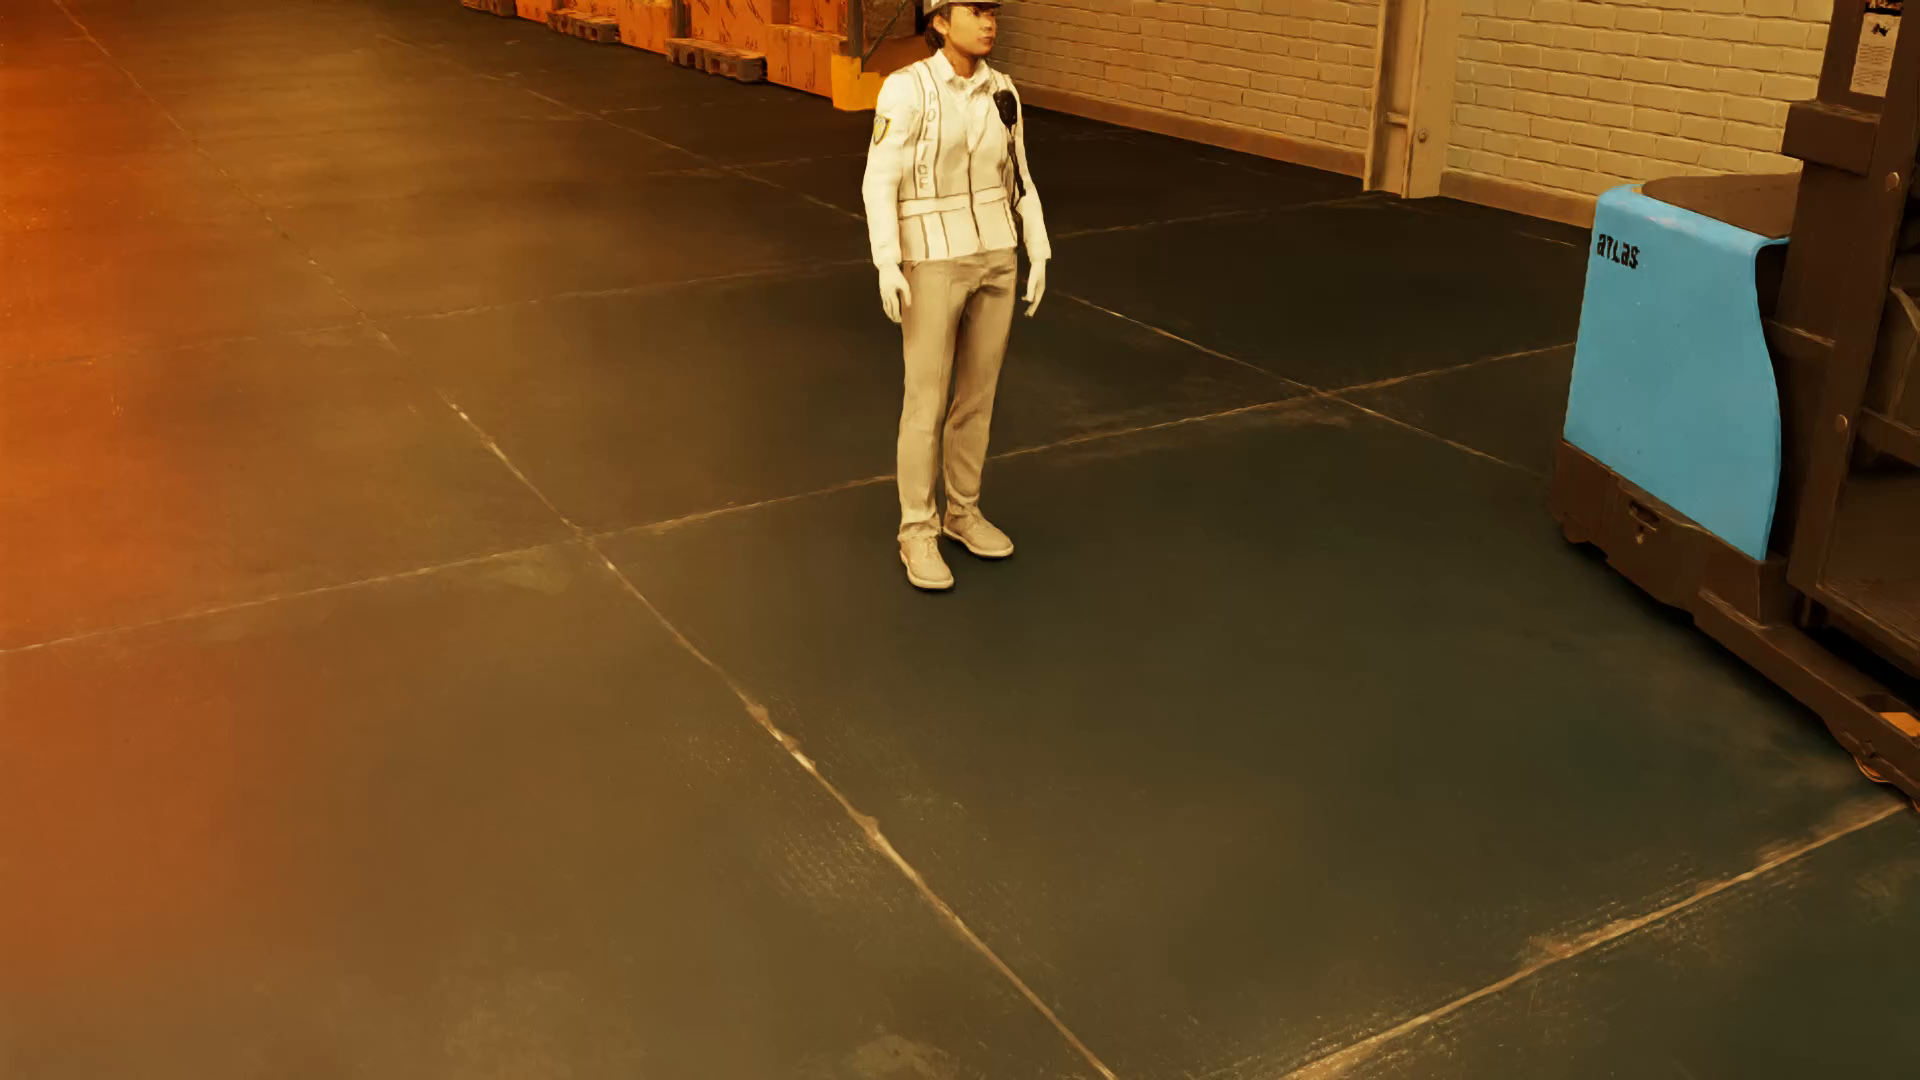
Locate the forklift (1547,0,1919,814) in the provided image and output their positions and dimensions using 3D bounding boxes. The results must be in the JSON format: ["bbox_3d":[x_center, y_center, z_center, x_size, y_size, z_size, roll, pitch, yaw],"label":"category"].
[{"bbox_3d":[2.591,-0.878,3.414,1.130,2.935,3.031,-4,23,-9],"label":"forklift"}]

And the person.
[{"bbox_3d":[0.028,-0.768,4.753,0.586,1.695,0.532,-12,25,-28],"label":"person"}]
